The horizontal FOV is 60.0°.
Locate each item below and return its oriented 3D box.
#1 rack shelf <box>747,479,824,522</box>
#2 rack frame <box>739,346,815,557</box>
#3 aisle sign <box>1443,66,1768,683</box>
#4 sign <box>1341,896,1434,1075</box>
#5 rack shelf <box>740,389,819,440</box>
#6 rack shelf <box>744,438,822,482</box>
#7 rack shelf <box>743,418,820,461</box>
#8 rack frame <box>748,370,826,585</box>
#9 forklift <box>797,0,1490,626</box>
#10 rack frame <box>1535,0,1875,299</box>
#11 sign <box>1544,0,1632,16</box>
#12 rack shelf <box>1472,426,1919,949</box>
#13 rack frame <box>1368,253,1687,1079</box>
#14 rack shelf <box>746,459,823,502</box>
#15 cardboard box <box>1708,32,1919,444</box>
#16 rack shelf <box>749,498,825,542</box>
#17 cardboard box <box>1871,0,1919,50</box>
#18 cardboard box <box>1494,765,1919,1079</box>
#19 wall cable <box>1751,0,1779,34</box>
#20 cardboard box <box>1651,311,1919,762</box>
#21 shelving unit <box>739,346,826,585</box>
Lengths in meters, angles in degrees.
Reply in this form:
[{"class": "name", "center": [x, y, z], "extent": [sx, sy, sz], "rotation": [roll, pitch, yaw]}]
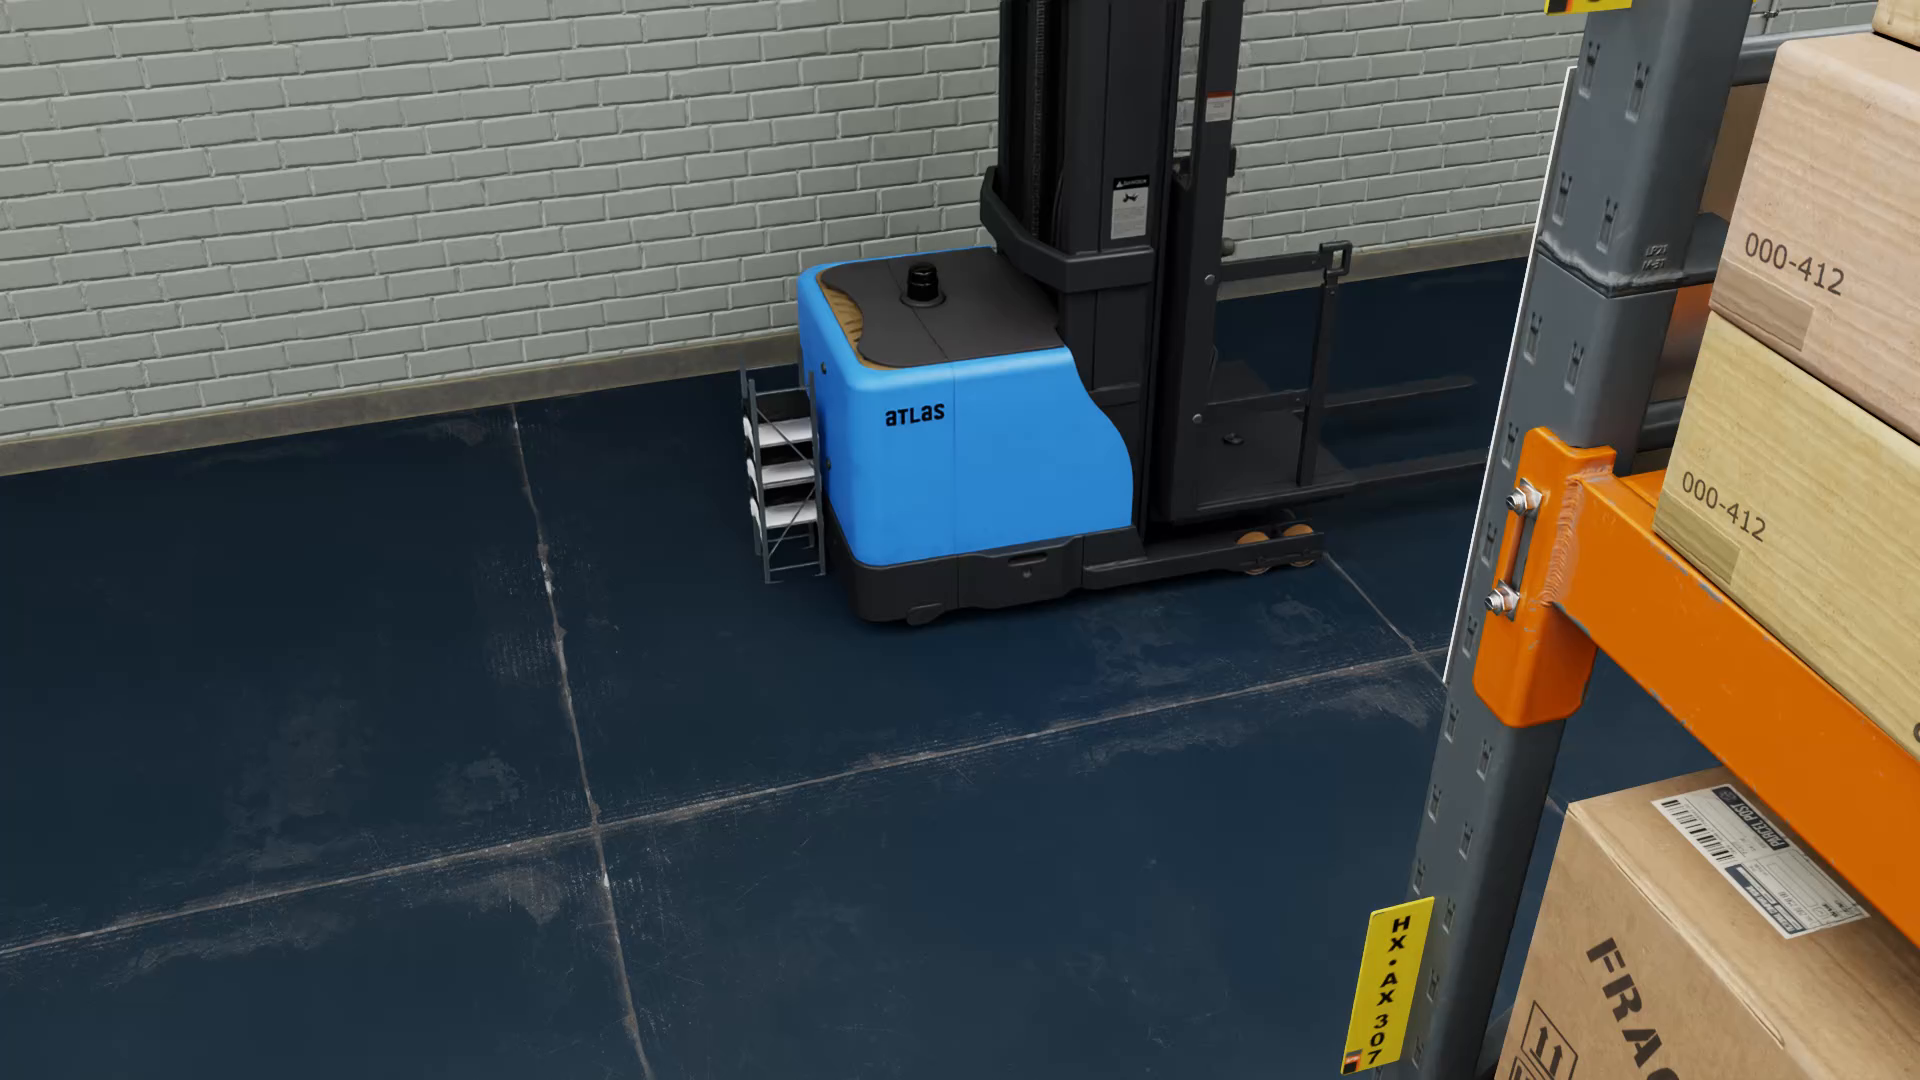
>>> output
[{"class": "rack shelf", "center": [-0.674, -0.172, 6.417], "extent": [0.258, 0.077, 0.200], "rotation": [-9, 35, -13]}, {"class": "rack frame", "center": [-0.703, -0.329, 6.430], "extent": [0.240, 0.900, 0.006], "rotation": [-9, 35, -13]}, {"class": "aisle sign", "center": [0.802, -0.181, 1.945], "extent": [0.394, 0.787, 0.004], "rotation": [-10, 35, -15]}, {"class": "sign", "center": [0.593, 0.621, 2.304], "extent": [0.100, 0.325, 0.005], "rotation": [-10, 35, -15]}, {"class": "rack shelf", "center": [-0.675, -0.472, 6.218], "extent": [0.258, 0.077, 0.200], "rotation": [-9, 35, -13]}, {"class": "rack shelf", "center": [-0.674, -0.322, 6.318], "extent": [0.258, 0.077, 0.200], "rotation": [-9, 35, -13]}, {"class": "rack shelf", "center": [-0.674, -0.397, 6.268], "extent": [0.258, 0.077, 0.200], "rotation": [-9, 35, -13]}, {"class": "rack frame", "center": [-0.645, -0.221, 6.268], "extent": [0.240, 0.900, 0.006], "rotation": [-9, 35, -13]}, {"class": "forklift", "center": [0.935, -1.357, 6.145], "extent": [3.031, 2.935, 1.130], "rotation": [-9, 35, -14]}, {"class": "rack frame", "center": [1.110, -1.612, 1.027], "extent": [1.000, 3.000, 0.127], "rotation": [-10, 35, -15]}, {"class": "sign", "center": [0.593, -0.634, 1.474], "extent": [0.100, 0.325, 0.005], "rotation": [-10, 35, -15]}, {"class": "rack shelf", "center": [1.720, 0.990, 0.463], "extent": [1.077, 0.370, 4.000], "rotation": [-10, 35, -15]}, {"class": "rack frame", "center": [1.110, 0.891, 2.680], "extent": [1.000, 3.000, 0.127], "rotation": [-10, 35, -15]}, {"class": "rack shelf", "center": [-0.674, -0.247, 6.367], "extent": [0.258, 0.077, 0.200], "rotation": [-9, 35, -13]}, {"class": "cardboard box", "center": [0.999, -0.227, 1.334], "extent": [0.500, 0.250, 0.500], "rotation": [-9, 35, -14]}, {"class": "rack shelf", "center": [-0.673, -0.097, 6.467], "extent": [0.258, 0.077, 0.200], "rotation": [-9, 35, -13]}, {"class": "cardboard box", "center": [0.992, -0.464, 1.332], "extent": [0.380, 0.149, 0.250], "rotation": [-10, 35, -15]}, {"class": "cardboard box", "center": [0.994, 0.589, 1.871], "extent": [0.500, 0.500, 0.500], "rotation": [-10, 35, -15]}, {"class": "wall cable", "center": [4.051, -3.388, 8.206], "extent": [0.585, 1.953, 0.123], "rotation": [-10, 35, -15]}, {"class": "cardboard box", "center": [1.003, -0.019, 1.473], "extent": [0.500, 0.250, 0.500], "rotation": [-9, 34, -13]}, {"class": "shelving unit", "center": [-0.674, -0.275, 6.349], "extent": [0.258, 0.900, 0.210], "rotation": [-9, 35, -13]}]
